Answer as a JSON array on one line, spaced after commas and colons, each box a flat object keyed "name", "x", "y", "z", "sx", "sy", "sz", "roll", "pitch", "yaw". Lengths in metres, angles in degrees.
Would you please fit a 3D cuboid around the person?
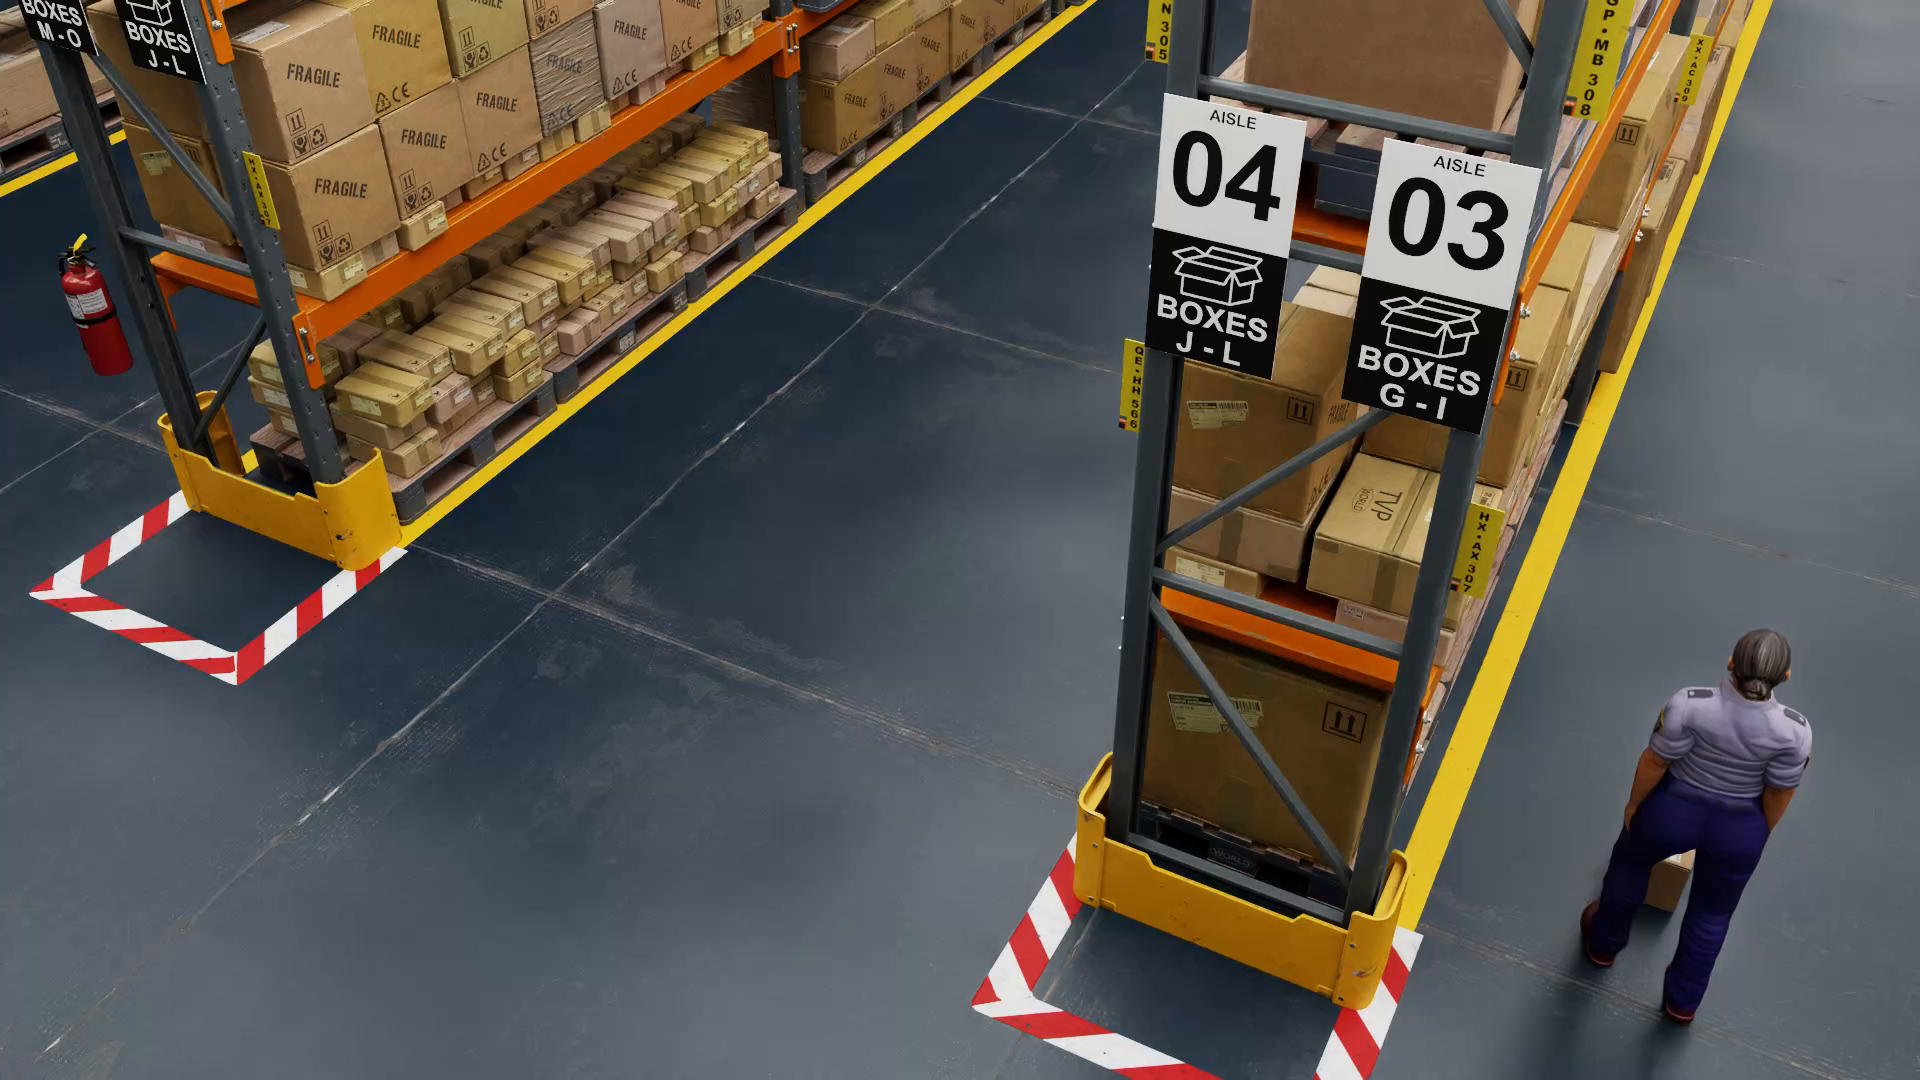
[{"name": "person", "x": 2.484, "y": 0.921, "z": 5.604, "sx": 0.471, "sy": 1.661, "sz": 0.460, "roll": 13, "pitch": 40, "yaw": 16}]
